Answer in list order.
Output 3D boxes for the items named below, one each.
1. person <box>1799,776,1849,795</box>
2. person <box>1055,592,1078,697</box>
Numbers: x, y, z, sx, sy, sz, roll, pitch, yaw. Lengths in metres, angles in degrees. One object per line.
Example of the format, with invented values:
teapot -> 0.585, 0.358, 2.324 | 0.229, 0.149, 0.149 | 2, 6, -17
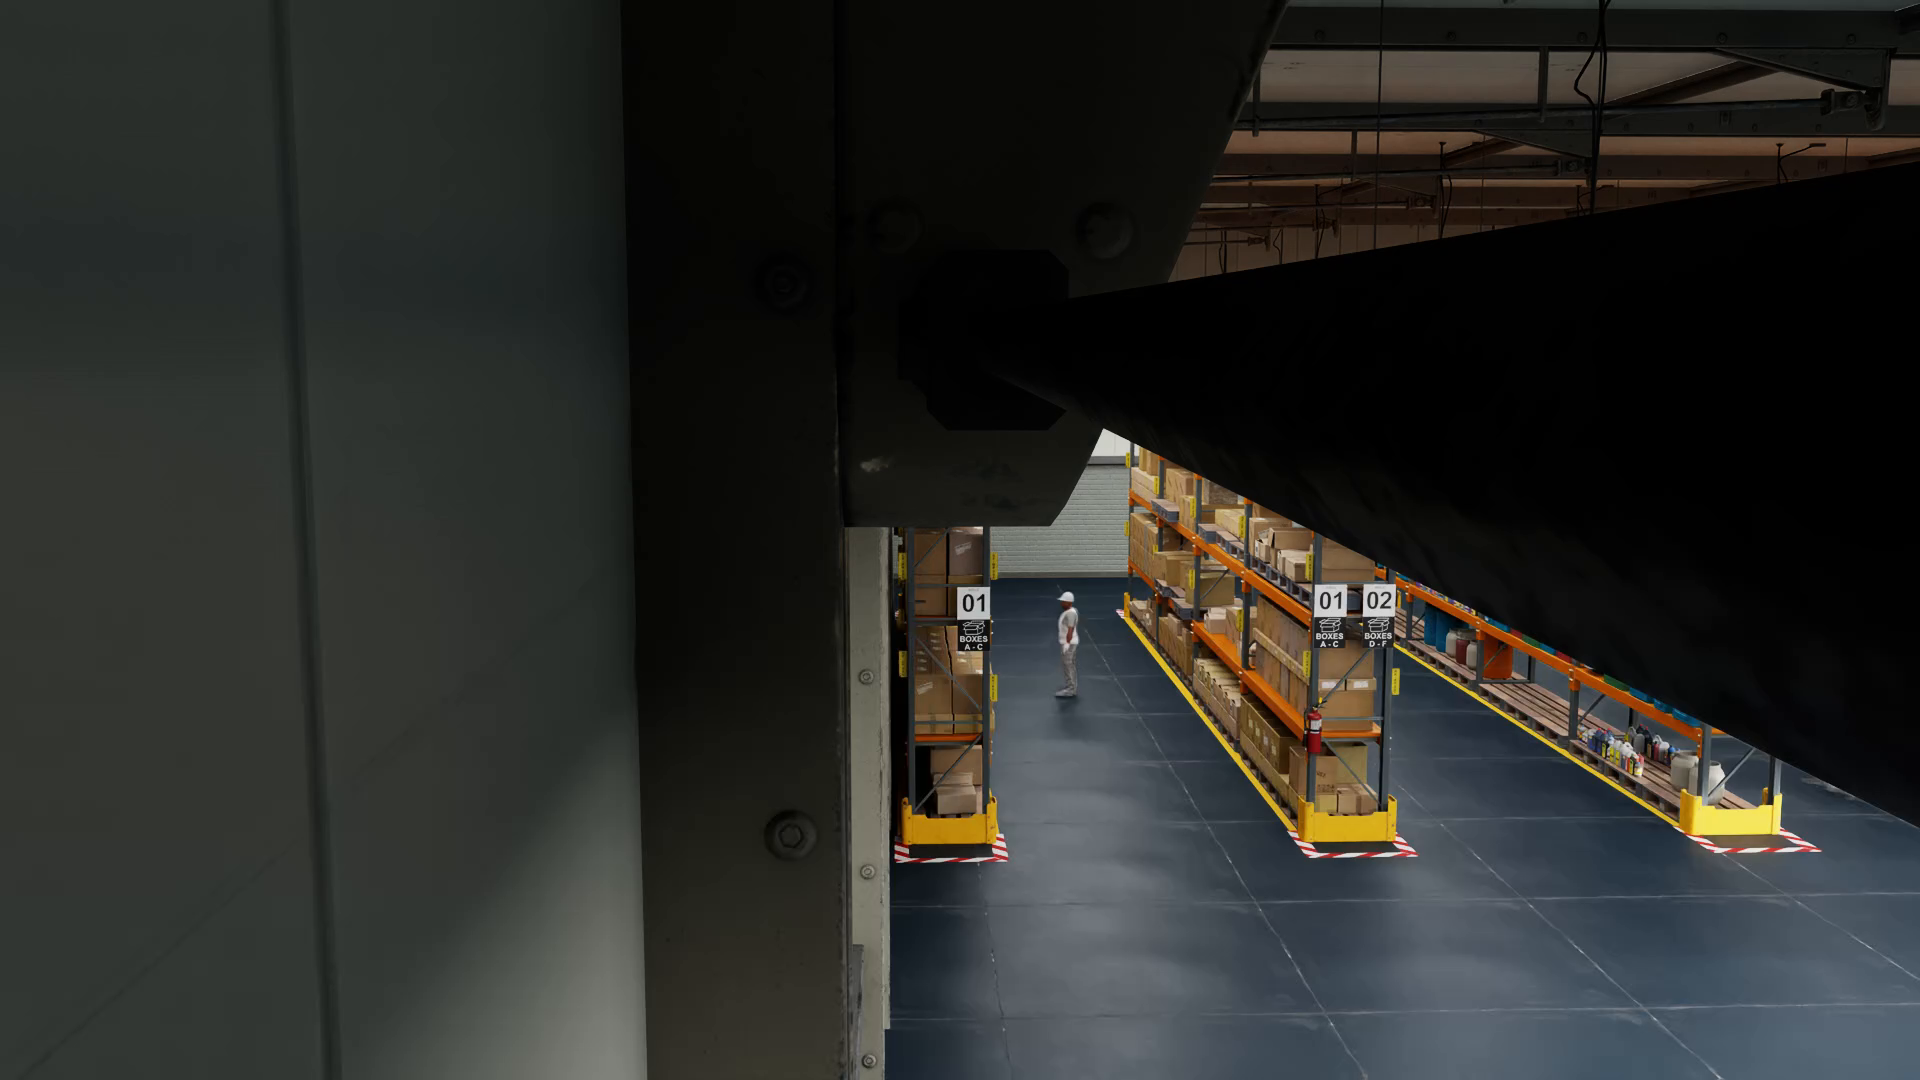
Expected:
person -> 11.912, 2.552, 22.714 | 0.615, 1.789, 0.583 | 2, 8, 13
person -> 1.831, 1.780, 28.553 | 0.399, 1.786, 0.640 | 0, 7, 3
